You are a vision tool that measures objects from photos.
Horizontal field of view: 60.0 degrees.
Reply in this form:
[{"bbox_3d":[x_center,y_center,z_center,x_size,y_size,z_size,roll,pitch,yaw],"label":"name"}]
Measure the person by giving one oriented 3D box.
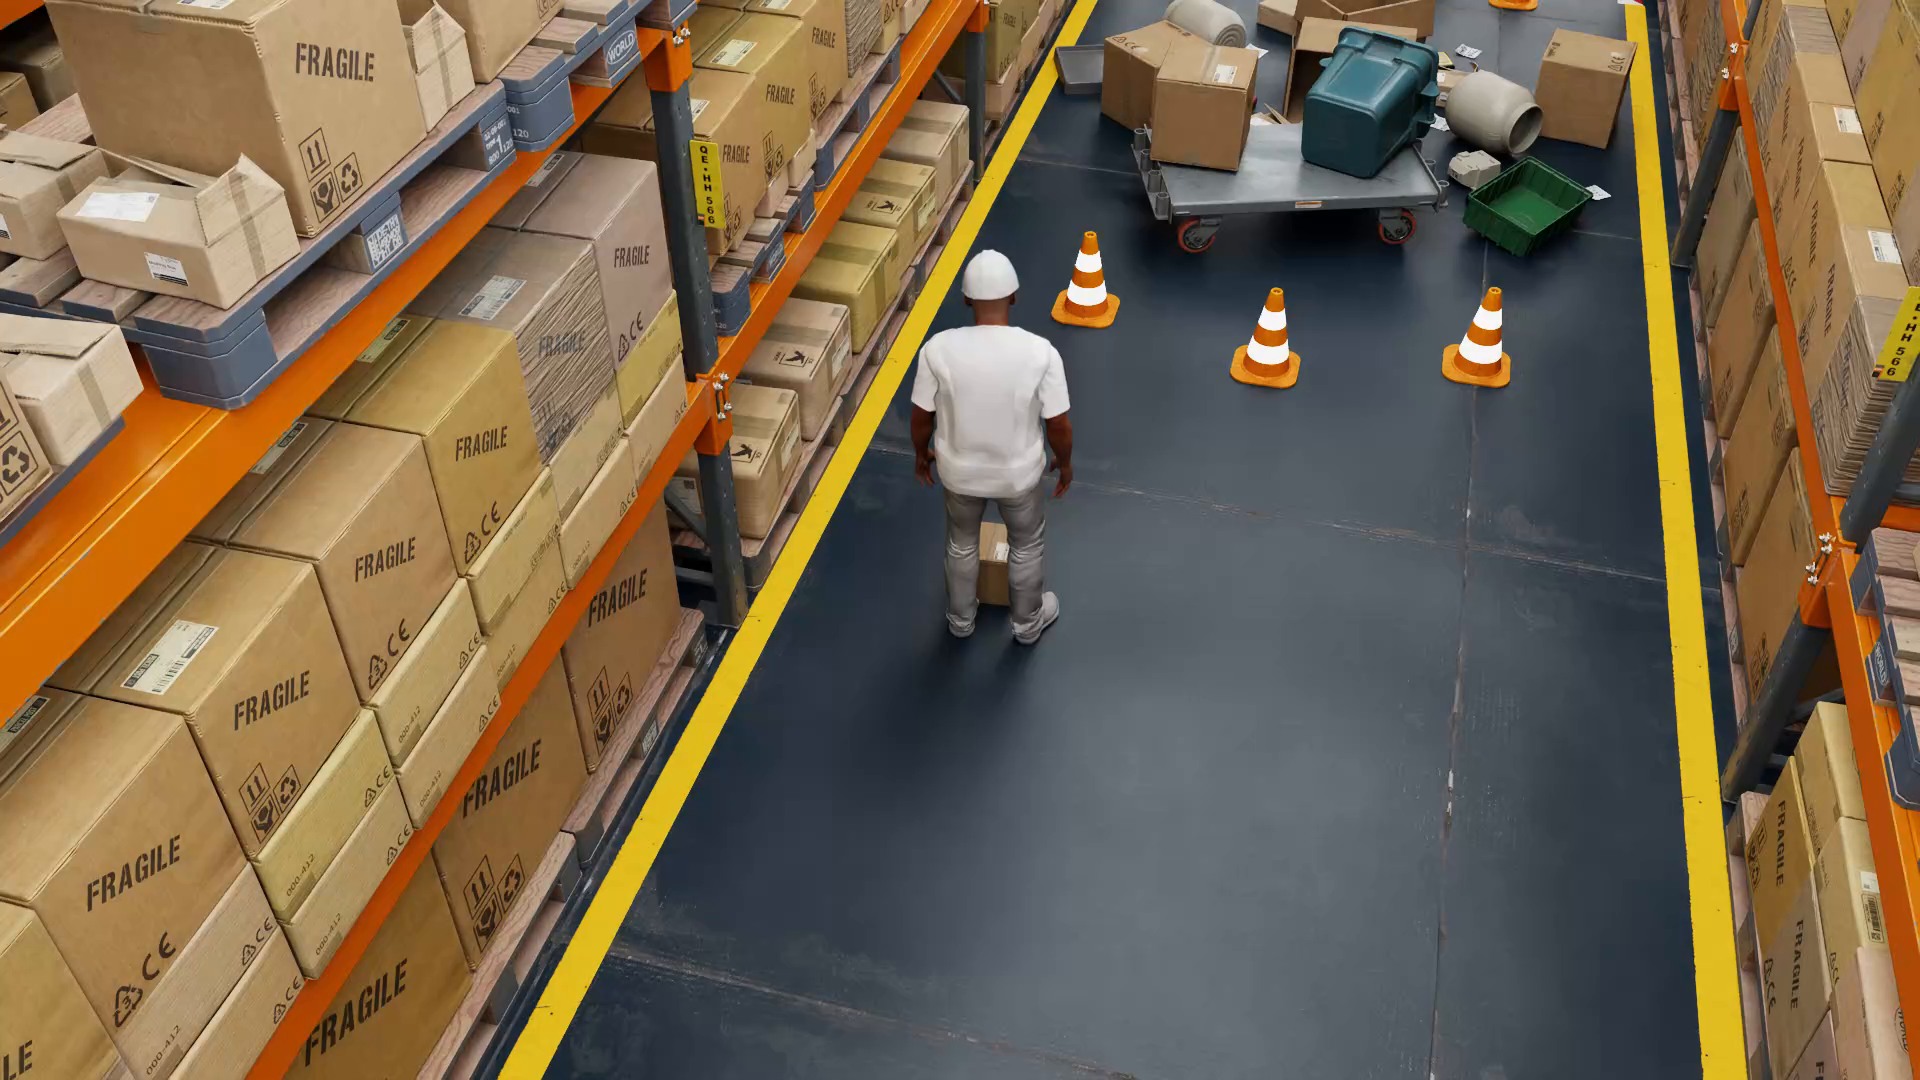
[{"bbox_3d":[0.128,-0.318,6.514,0.630,1.759,0.465,6,41,7],"label":"person"}]
